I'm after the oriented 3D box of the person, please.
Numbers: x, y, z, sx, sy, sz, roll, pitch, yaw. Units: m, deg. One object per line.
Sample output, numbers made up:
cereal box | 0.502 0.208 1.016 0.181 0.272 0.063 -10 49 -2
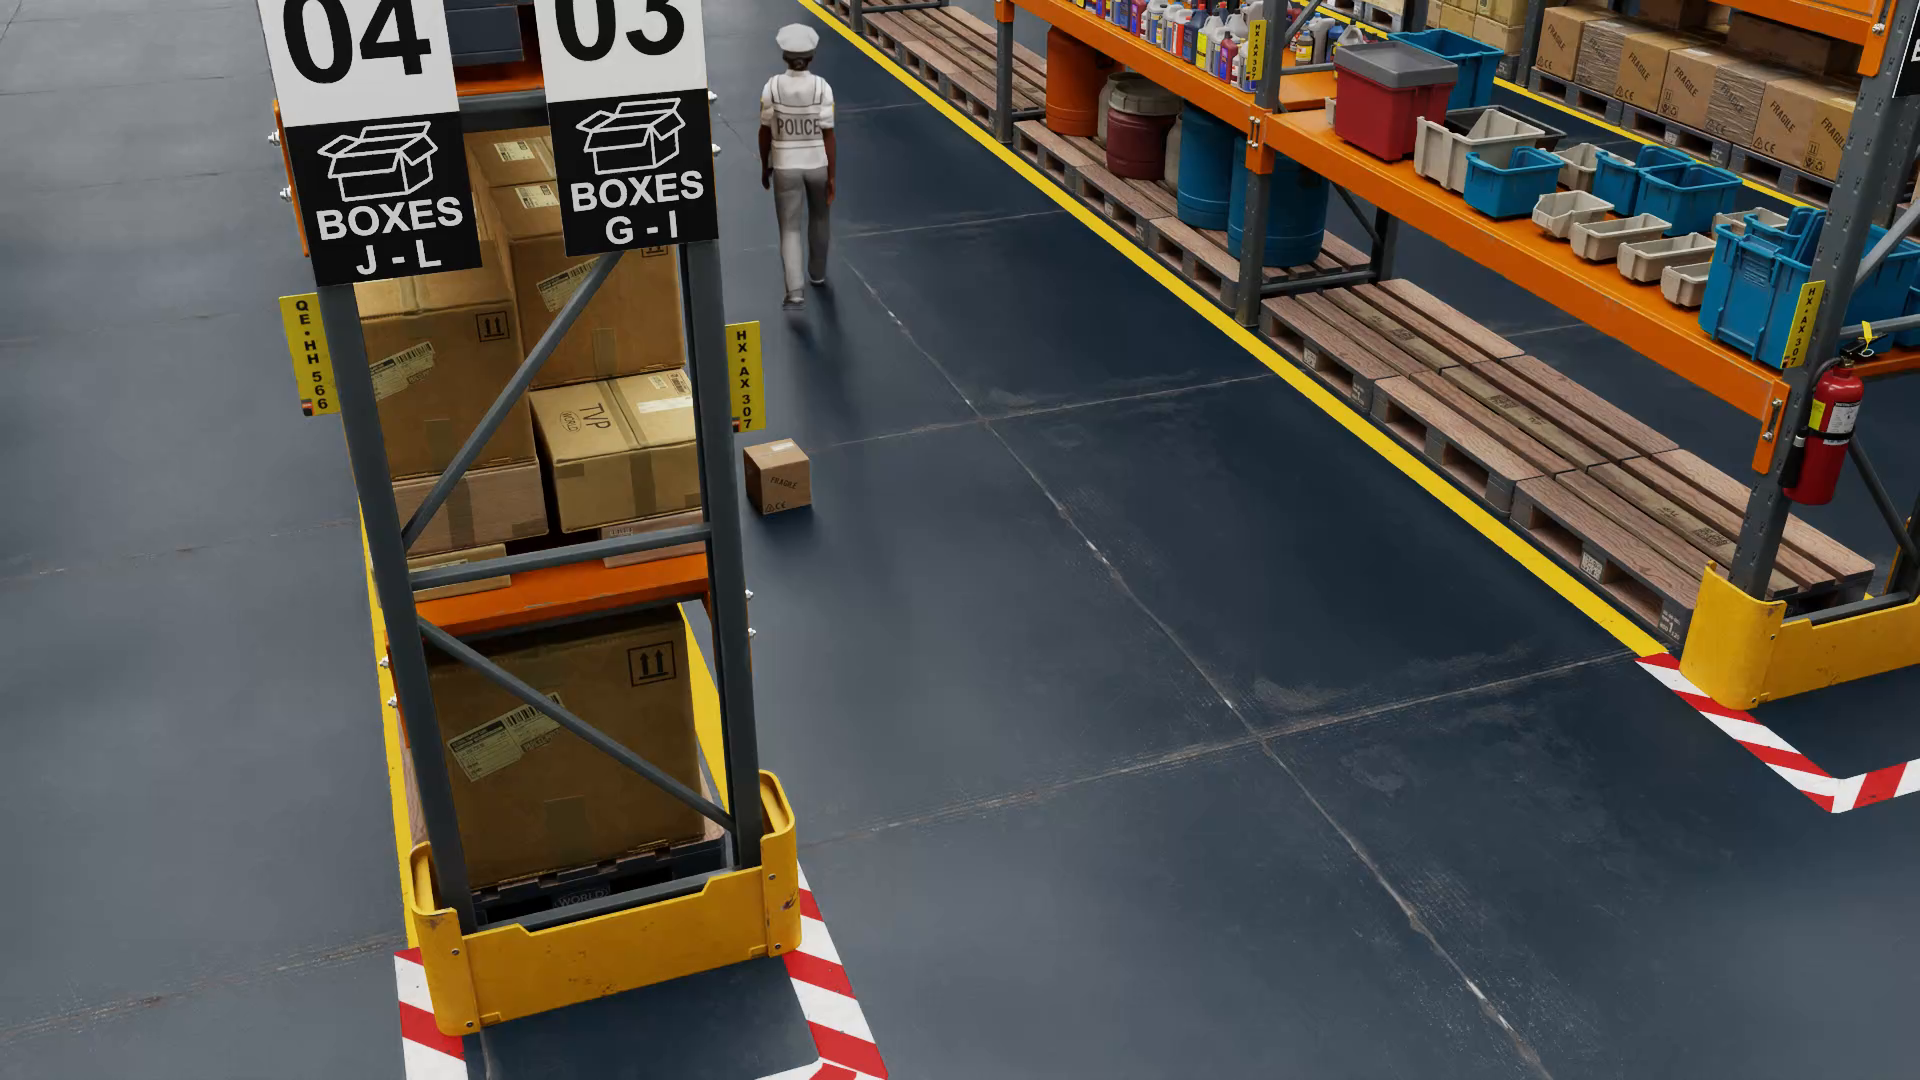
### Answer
person | -0.965 -2.230 9.960 0.456 1.638 0.961 -4 30 -7
